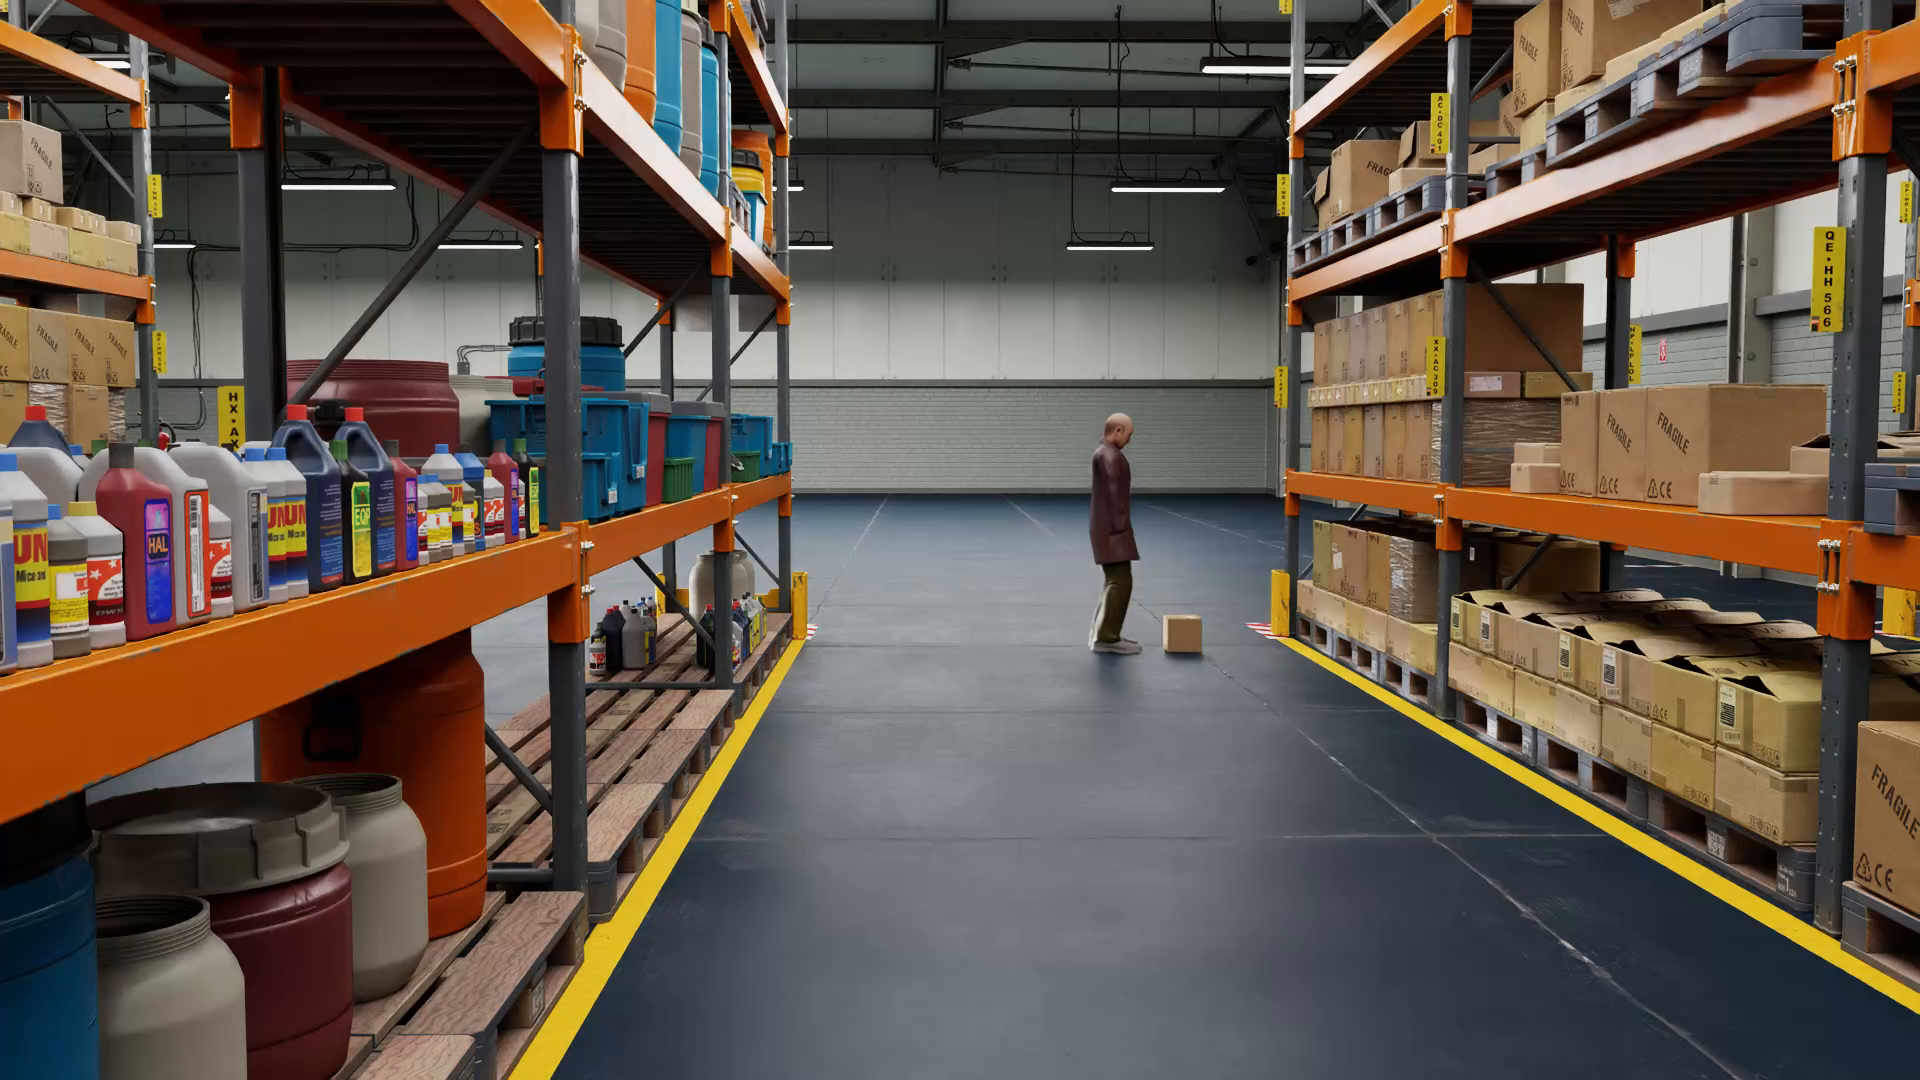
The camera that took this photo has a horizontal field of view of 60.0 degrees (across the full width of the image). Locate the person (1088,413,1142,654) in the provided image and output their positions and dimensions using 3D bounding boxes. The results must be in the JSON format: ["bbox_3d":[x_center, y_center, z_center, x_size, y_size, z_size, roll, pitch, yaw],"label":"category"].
[{"bbox_3d":[1.143,-0.056,12.288,0.378,1.761,0.572,0,4,0],"label":"person"}]
